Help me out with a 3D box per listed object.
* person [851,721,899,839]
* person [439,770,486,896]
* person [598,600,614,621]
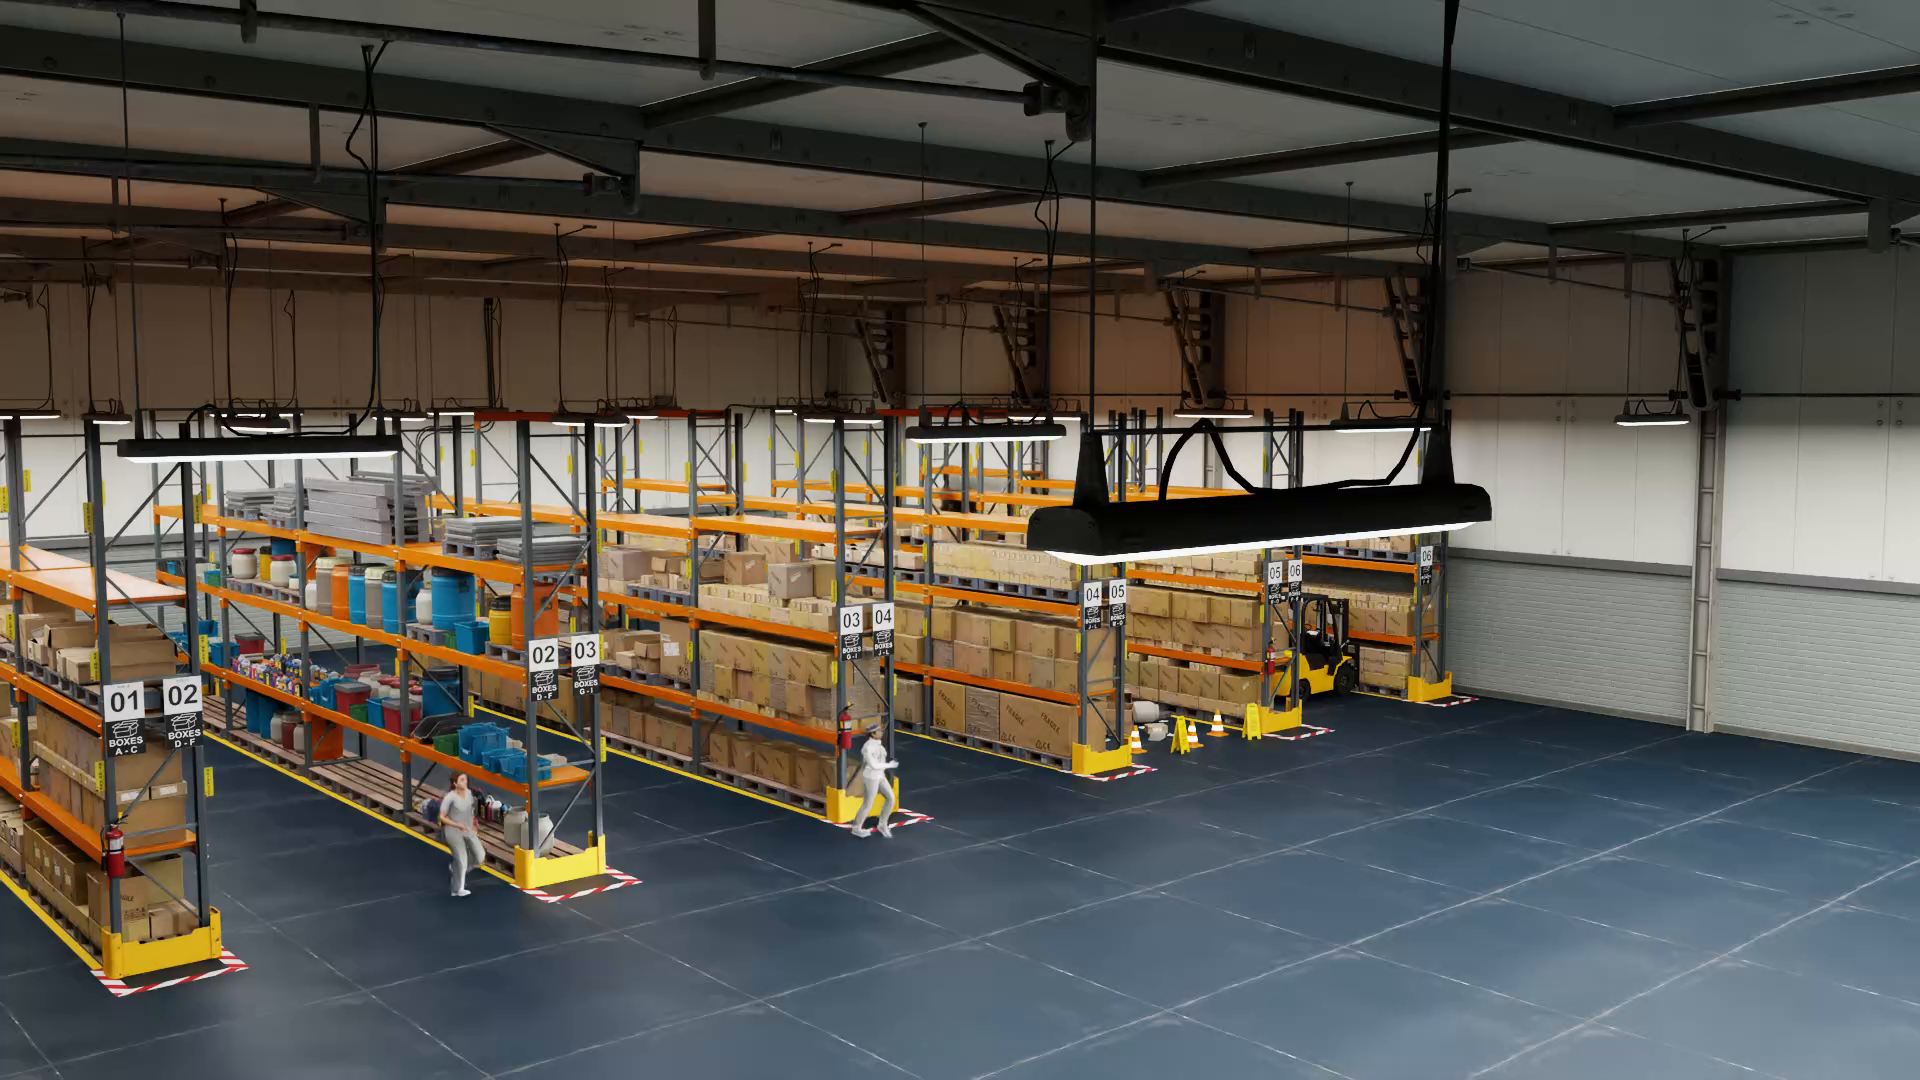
[{"bbox_3d":[-1.198,3.418,23.599,0.698,1.741,0.617,1,5,12],"label":"person"},{"bbox_3d":[-6.268,3.693,20.889,0.586,1.621,0.590,3,6,31],"label":"person"},{"bbox_3d":[-8.766,1.903,41.148,0.682,1.715,0.662,-5,7,-43],"label":"person"}]
